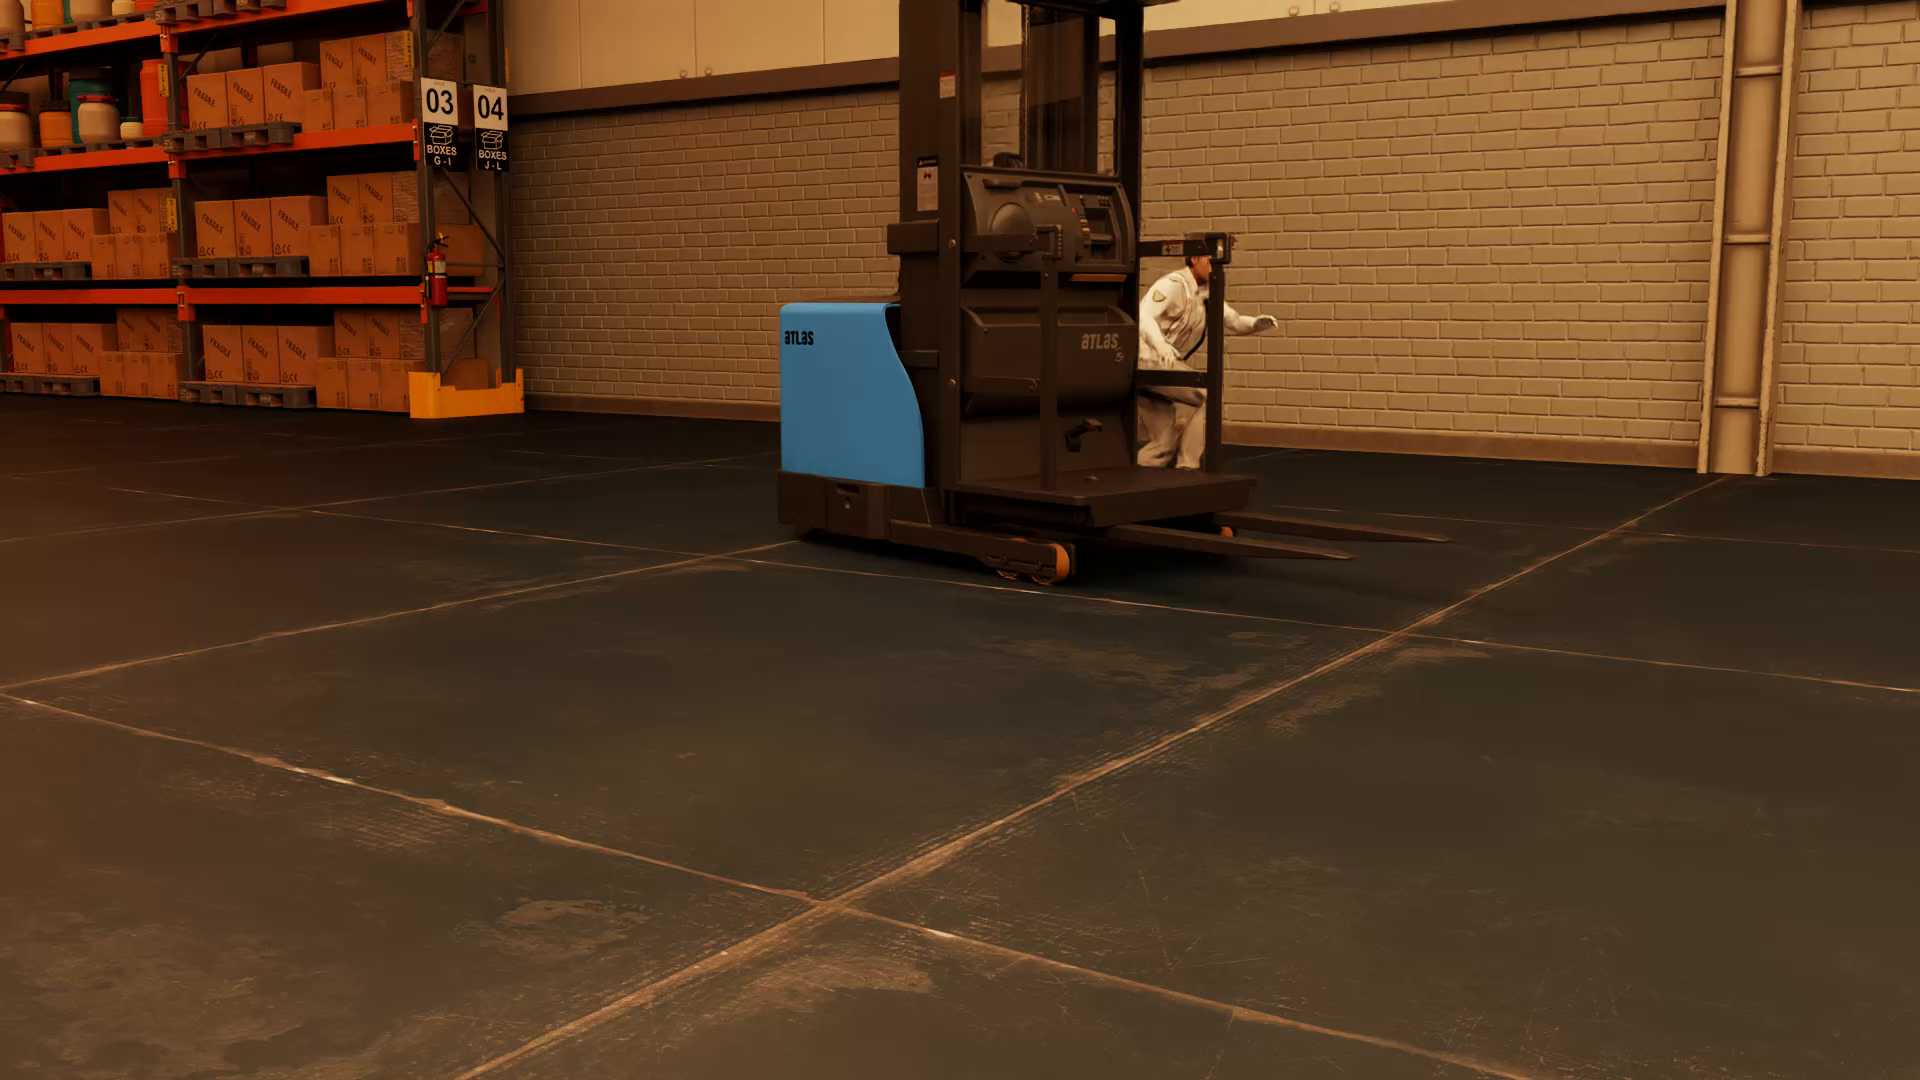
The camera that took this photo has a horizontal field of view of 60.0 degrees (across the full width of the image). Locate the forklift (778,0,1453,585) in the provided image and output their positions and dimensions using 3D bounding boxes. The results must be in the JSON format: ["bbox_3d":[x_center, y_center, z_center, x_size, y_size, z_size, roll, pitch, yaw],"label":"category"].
[{"bbox_3d":[0.524,-1.357,6.738,1.130,2.935,3.031,-7,11,-42],"label":"forklift"}]

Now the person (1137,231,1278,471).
[{"bbox_3d":[1.151,-0.823,8.318,0.823,1.433,0.908,3,9,19],"label":"person"}]
